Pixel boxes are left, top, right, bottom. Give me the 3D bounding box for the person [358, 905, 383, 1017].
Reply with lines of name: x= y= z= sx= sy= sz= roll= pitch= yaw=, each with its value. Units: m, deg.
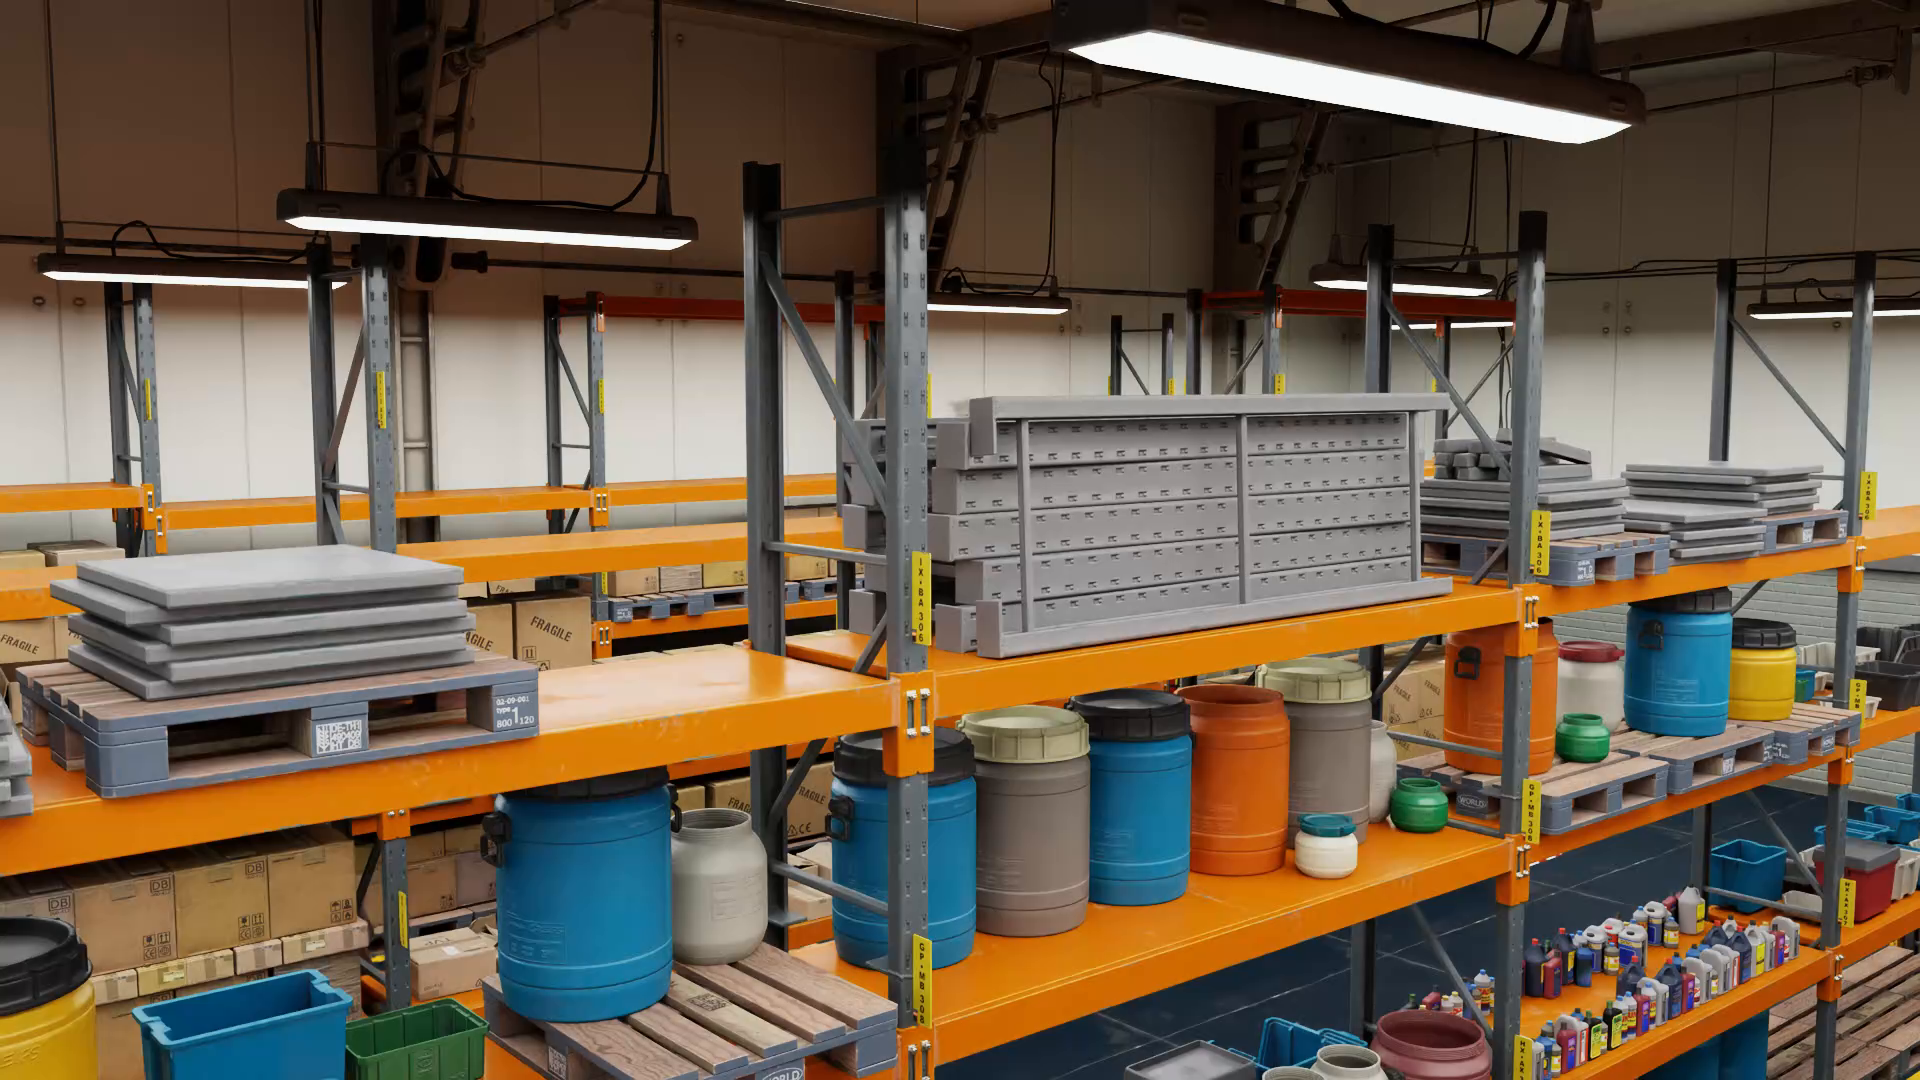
person: x=-4.587 y=3.172 z=12.189 sx=0.744 sy=1.717 sz=0.811 roll=1 pitch=6 yaw=10
